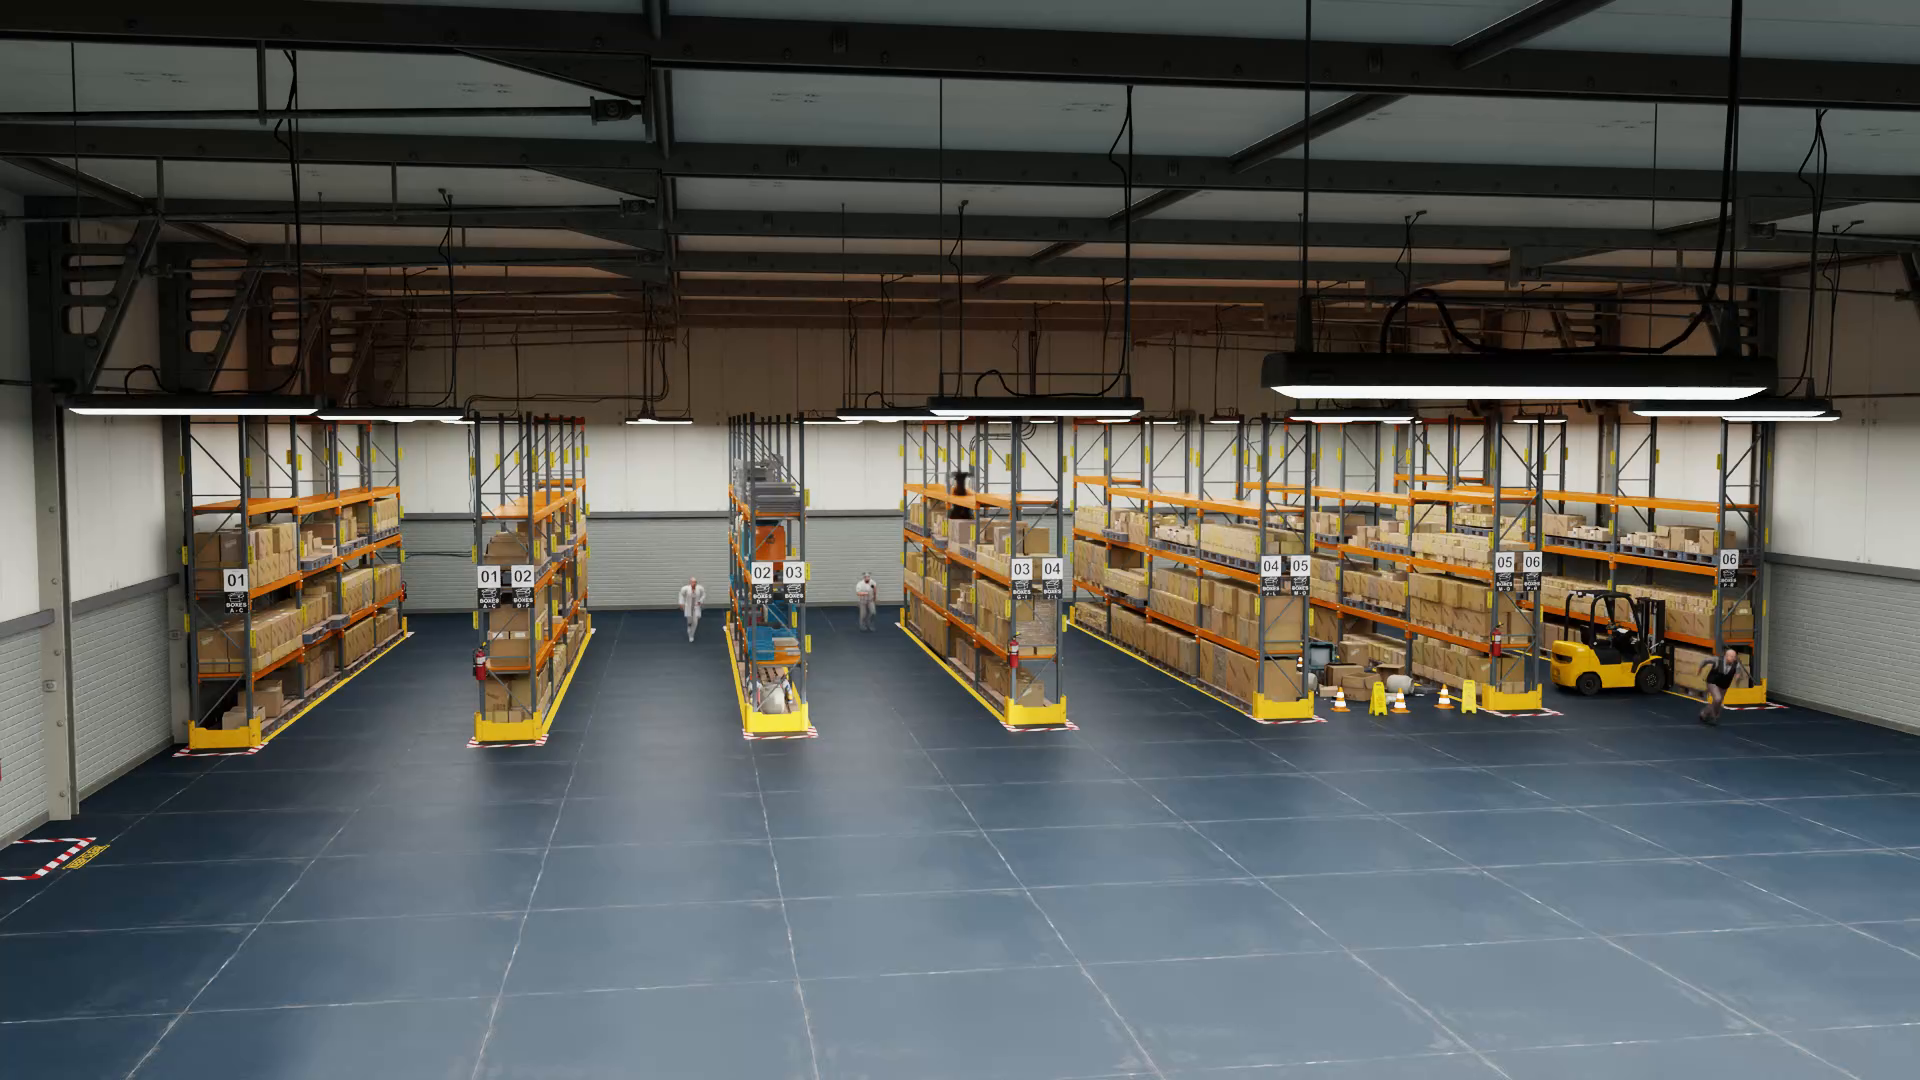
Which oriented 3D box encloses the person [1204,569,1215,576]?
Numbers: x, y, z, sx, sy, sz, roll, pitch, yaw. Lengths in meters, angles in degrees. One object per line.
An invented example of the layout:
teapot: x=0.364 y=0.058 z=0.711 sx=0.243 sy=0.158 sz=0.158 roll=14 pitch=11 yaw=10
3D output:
person: x=7.671 y=1.423 z=50.843 sx=0.854 sy=1.717 sz=0.542 roll=-2 pitch=4 yaw=-24

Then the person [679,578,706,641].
person: x=-7.178 y=1.857 z=44.597 sx=0.709 sy=1.711 sz=0.792 roll=-1 pitch=4 yaw=-18

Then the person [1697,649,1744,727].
person: x=14.509 y=2.789 z=31.697 sx=0.615 sy=1.496 sz=1.107 roll=0 pitch=4 yaw=-2

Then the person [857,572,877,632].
person: x=-2.604 y=1.718 z=46.430 sx=0.603 sy=1.708 sz=0.930 roll=-1 pitch=4 yaw=-13
